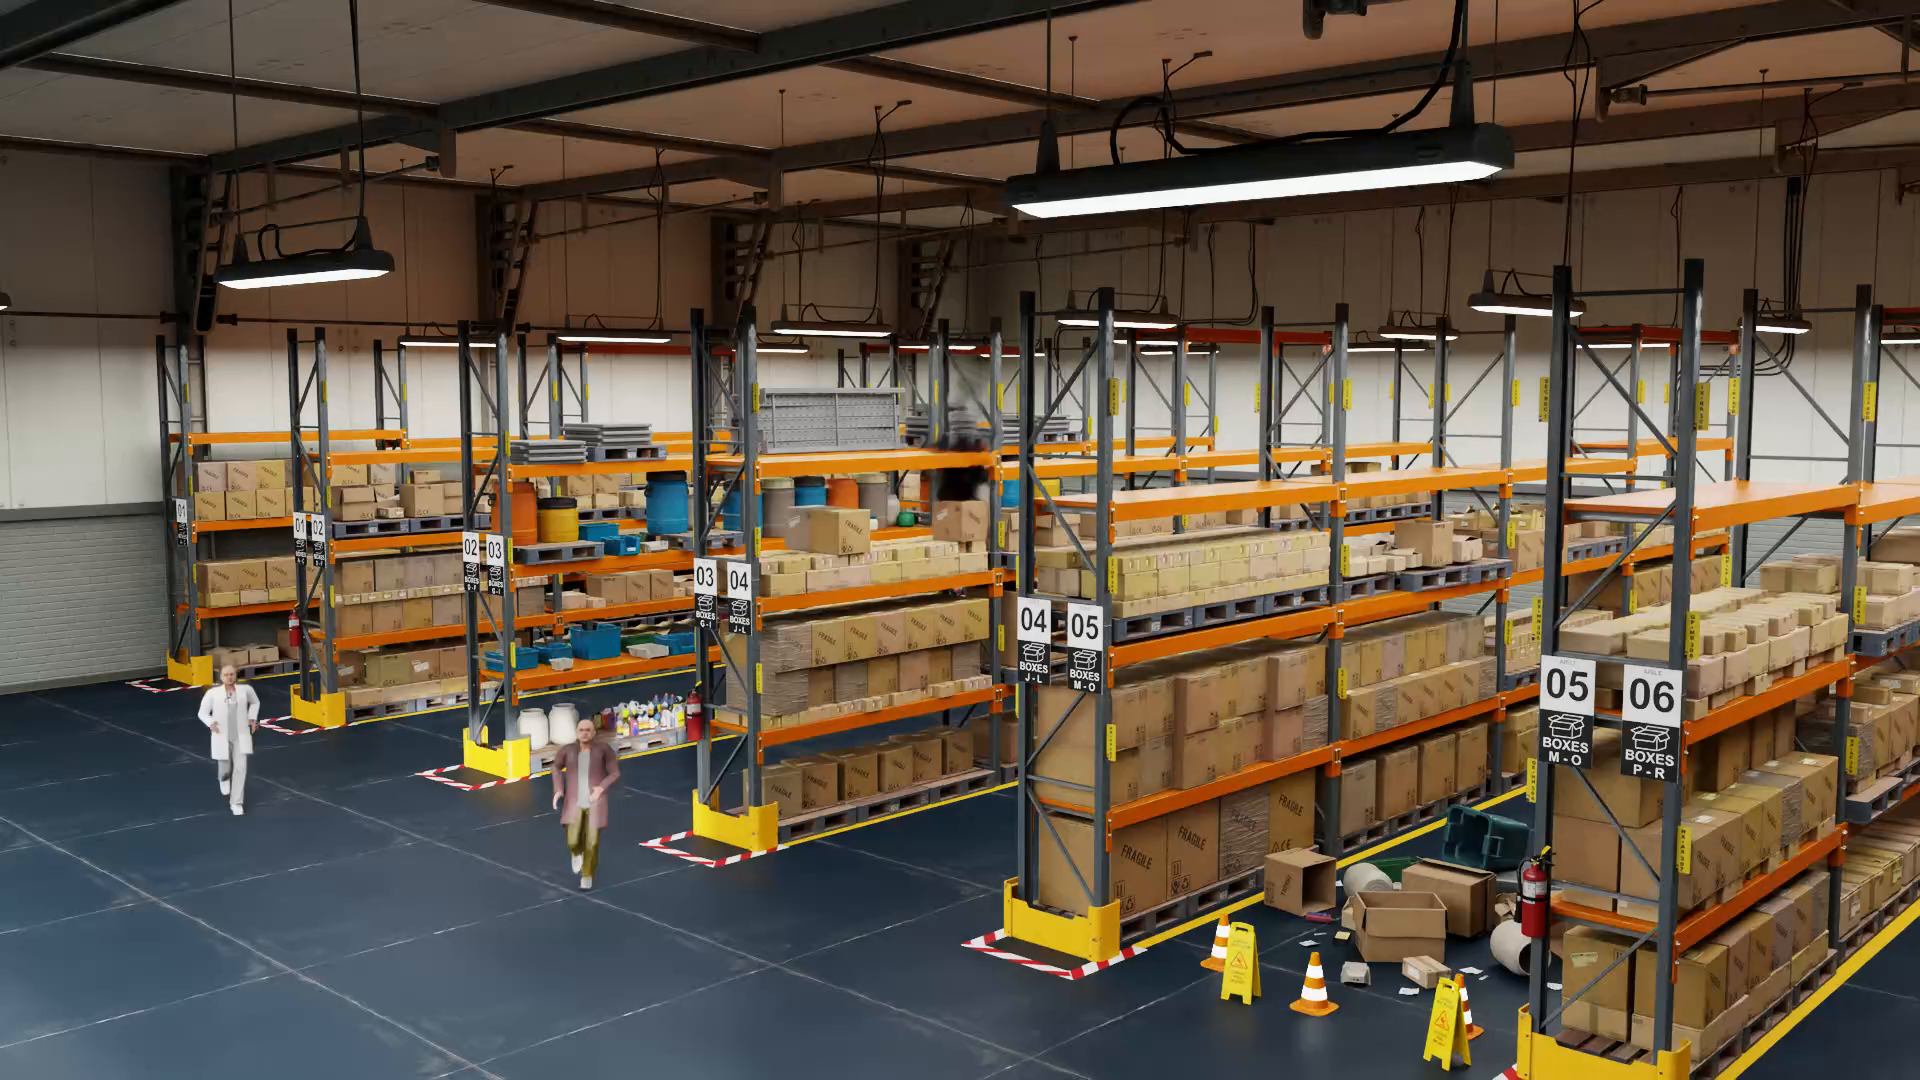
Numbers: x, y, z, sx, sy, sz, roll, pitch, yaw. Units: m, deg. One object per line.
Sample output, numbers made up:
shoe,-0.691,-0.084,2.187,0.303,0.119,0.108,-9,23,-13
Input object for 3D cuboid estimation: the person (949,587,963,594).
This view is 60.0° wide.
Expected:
person,-0.090,1.200,32.648,0.672,1.751,0.987,3,6,31

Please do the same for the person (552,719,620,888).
person,-3.851,2.707,17.075,0.715,1.735,0.635,-1,5,-6

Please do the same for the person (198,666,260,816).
person,-8.841,2.399,20.185,0.710,1.763,0.920,-3,6,-30
